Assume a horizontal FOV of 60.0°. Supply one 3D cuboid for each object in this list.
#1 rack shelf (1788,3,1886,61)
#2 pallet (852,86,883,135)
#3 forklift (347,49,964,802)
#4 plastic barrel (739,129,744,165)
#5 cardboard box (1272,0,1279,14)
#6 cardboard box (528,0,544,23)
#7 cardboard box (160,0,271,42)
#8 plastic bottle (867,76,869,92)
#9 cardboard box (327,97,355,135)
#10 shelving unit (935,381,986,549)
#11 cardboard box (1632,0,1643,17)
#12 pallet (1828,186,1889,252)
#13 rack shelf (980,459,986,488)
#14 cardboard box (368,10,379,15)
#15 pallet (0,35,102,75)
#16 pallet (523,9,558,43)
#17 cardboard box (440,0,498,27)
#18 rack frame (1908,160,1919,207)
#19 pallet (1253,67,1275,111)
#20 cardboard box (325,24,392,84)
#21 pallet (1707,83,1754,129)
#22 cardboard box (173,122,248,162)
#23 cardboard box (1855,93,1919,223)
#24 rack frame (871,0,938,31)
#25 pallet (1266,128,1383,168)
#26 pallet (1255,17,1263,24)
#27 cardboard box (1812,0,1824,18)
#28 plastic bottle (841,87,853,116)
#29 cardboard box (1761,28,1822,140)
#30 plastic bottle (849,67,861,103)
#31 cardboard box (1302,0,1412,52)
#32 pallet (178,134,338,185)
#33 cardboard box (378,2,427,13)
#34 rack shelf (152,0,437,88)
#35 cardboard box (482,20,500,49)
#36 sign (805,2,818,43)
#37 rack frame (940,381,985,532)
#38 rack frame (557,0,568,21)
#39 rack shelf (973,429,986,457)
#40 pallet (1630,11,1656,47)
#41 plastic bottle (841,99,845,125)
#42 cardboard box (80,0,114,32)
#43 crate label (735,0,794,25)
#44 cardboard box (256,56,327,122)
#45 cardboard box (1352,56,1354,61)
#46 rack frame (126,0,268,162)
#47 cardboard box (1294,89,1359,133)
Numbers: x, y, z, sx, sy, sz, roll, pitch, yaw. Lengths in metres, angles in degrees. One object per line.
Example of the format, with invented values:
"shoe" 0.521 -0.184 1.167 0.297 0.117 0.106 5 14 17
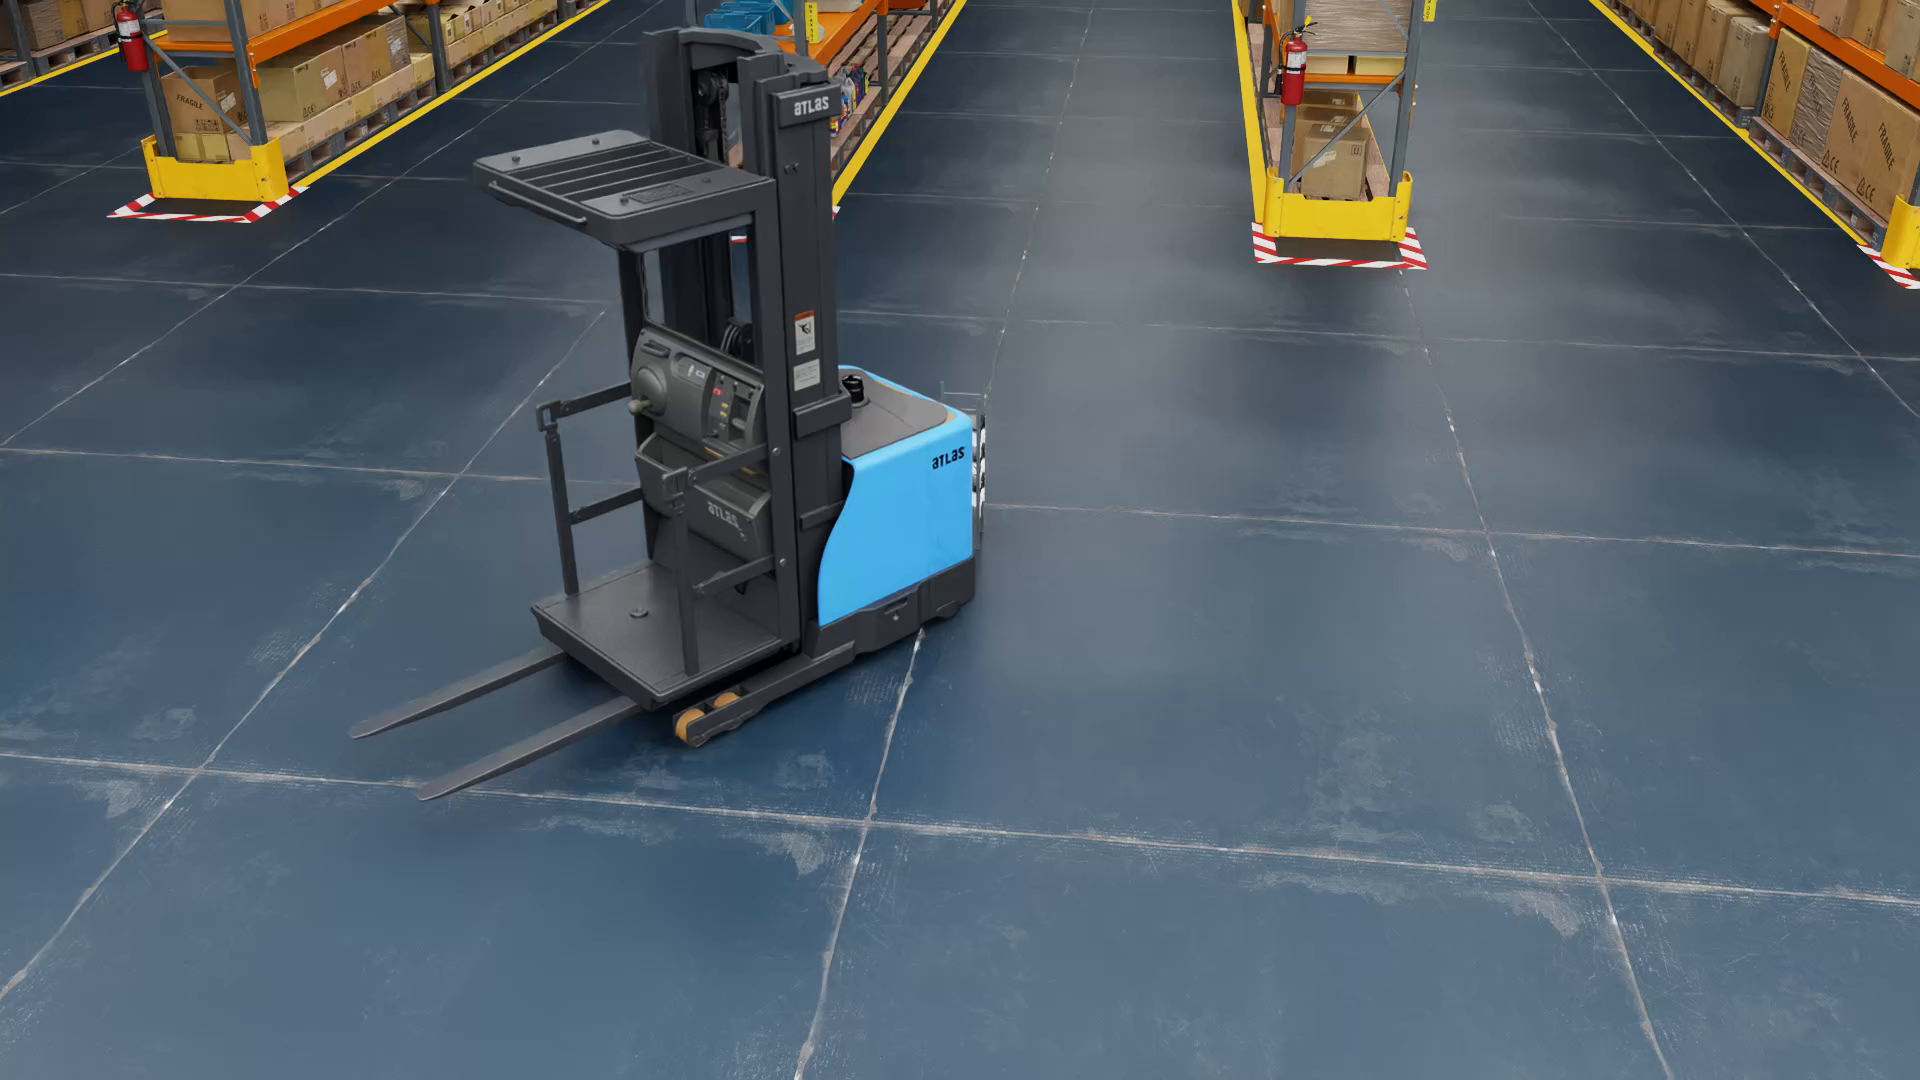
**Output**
"rack shelf" 8.302 -4.263 14.552 0.919 0.124 3.809 3 28 6
"pallet" -1.402 -4.517 17.412 1.003 0.211 1.213 3 28 6
"forklift" -1.373 -0.592 7.327 2.937 2.867 1.118 -24 37 -37
"plastic barrel" -1.764 -3.579 14.912 0.421 0.512 0.421 0 28 0
"cardboard box" 3.173 -5.107 15.831 0.380 0.149 0.250 3 28 6
"cardboard box" -5.586 -6.701 20.981 0.500 0.250 0.500 3 28 6
"cardboard box" -6.614 -4.728 14.758 0.700 0.500 0.500 3 28 6
"plastic bottle" -1.014 -4.831 17.542 0.097 0.201 0.097 0 28 0
"cardboard box" -6.278 -4.150 16.247 0.500 0.250 0.500 3 28 6
"shelving unit" 0.001 -0.400 9.044 0.258 0.900 0.210 3 28 6
"cardboard box" 8.926 -6.971 21.220 0.500 0.500 0.500 4 29 8
"pallet" 8.078 -2.705 14.049 1.003 0.211 1.213 3 28 6
"rack shelf" 0.001 -0.371 9.059 0.258 0.077 0.200 3 28 6
"cardboard box" -6.562 -5.452 17.874 0.500 0.500 0.500 3 28 6
"pallet" -11.017 -5.773 19.743 1.003 0.211 1.213 3 28 6
"pallet" -5.844 -6.618 21.312 1.003 0.211 1.213 3 28 6
"cardboard box" -5.767 -6.228 19.513 0.500 0.311 0.500 2 28 5
"rack frame" 8.057 -3.552 12.680 1.000 3.000 0.127 3 28 6
"pallet" 3.731 -4.910 18.140 1.003 0.211 1.213 3 28 6
"cardboard box" -6.164 -4.951 16.944 0.500 0.500 0.500 3 28 6
"pallet" 8.567 -4.575 17.519 1.003 0.211 1.213 3 28 6
"cardboard box" -6.912 -3.709 15.429 0.500 0.250 0.500 3 28 6
"cardboard box" 8.075 -3.124 13.684 0.875 0.875 0.875 4 29 6
"rack frame" -0.788 -7.941 20.828 1.000 3.000 0.127 3 28 6
"pallet" 3.443 -3.649 15.800 1.003 0.211 1.213 3 28 6
"pallet" 4.299 -6.793 21.636 1.003 0.211 1.213 3 28 6
"cardboard box" 8.469 -5.066 15.333 0.875 0.550 0.550 3 28 6
"plastic bottle" -1.158 -4.414 16.689 0.152 0.276 0.135 4 29 7
"cardboard box" 8.401 -4.392 16.038 0.875 0.875 0.875 4 29 7
"plastic bottle" -1.095 -4.676 17.095 0.144 0.351 0.185 2 28 4
"cardboard box" 3.242 -4.320 13.687 0.875 0.500 0.500 3 28 6
"pallet" -6.632 -3.600 15.710 1.003 0.211 1.213 3 28 6
"cardboard box" -6.371 -6.022 19.130 0.500 0.311 0.500 4 29 8
"rack shelf" -6.439 -5.090 16.294 1.077 0.370 4.000 3 28 6
"cardboard box" -5.774 -5.982 19.648 0.500 0.250 0.500 3 28 5
"sign" -1.223 -4.263 13.709 0.100 0.325 0.005 3 28 6
"rack frame" 0.013 -0.448 9.132 0.240 0.900 0.006 3 28 6
"rack frame" -5.704 -8.231 21.365 1.000 3.000 0.127 3 28 6
"rack shelf" 0.001 -0.529 8.974 0.258 0.077 0.200 3 28 6
"pallet" 9.135 -6.458 21.014 1.003 0.211 1.213 3 28 6
"plastic bottle" -1.183 -4.212 16.318 0.097 0.271 0.097 0 28 0
"cardboard box" -10.921 -6.559 20.433 0.700 0.500 0.500 4 29 7
"crate label" -1.812 -5.073 15.467 0.502 0.435 0.616 3 28 6
"cardboard box" -6.338 -4.245 15.632 0.500 0.500 0.500 3 28 6
"cardboard box" 3.468 -4.014 13.803 0.380 0.149 0.250 3 28 6
"rack frame" -6.684 -4.465 14.376 1.000 3.000 0.127 3 28 6
"cardboard box" 3.488 -4.102 15.895 0.500 0.500 0.500 1 28 2
